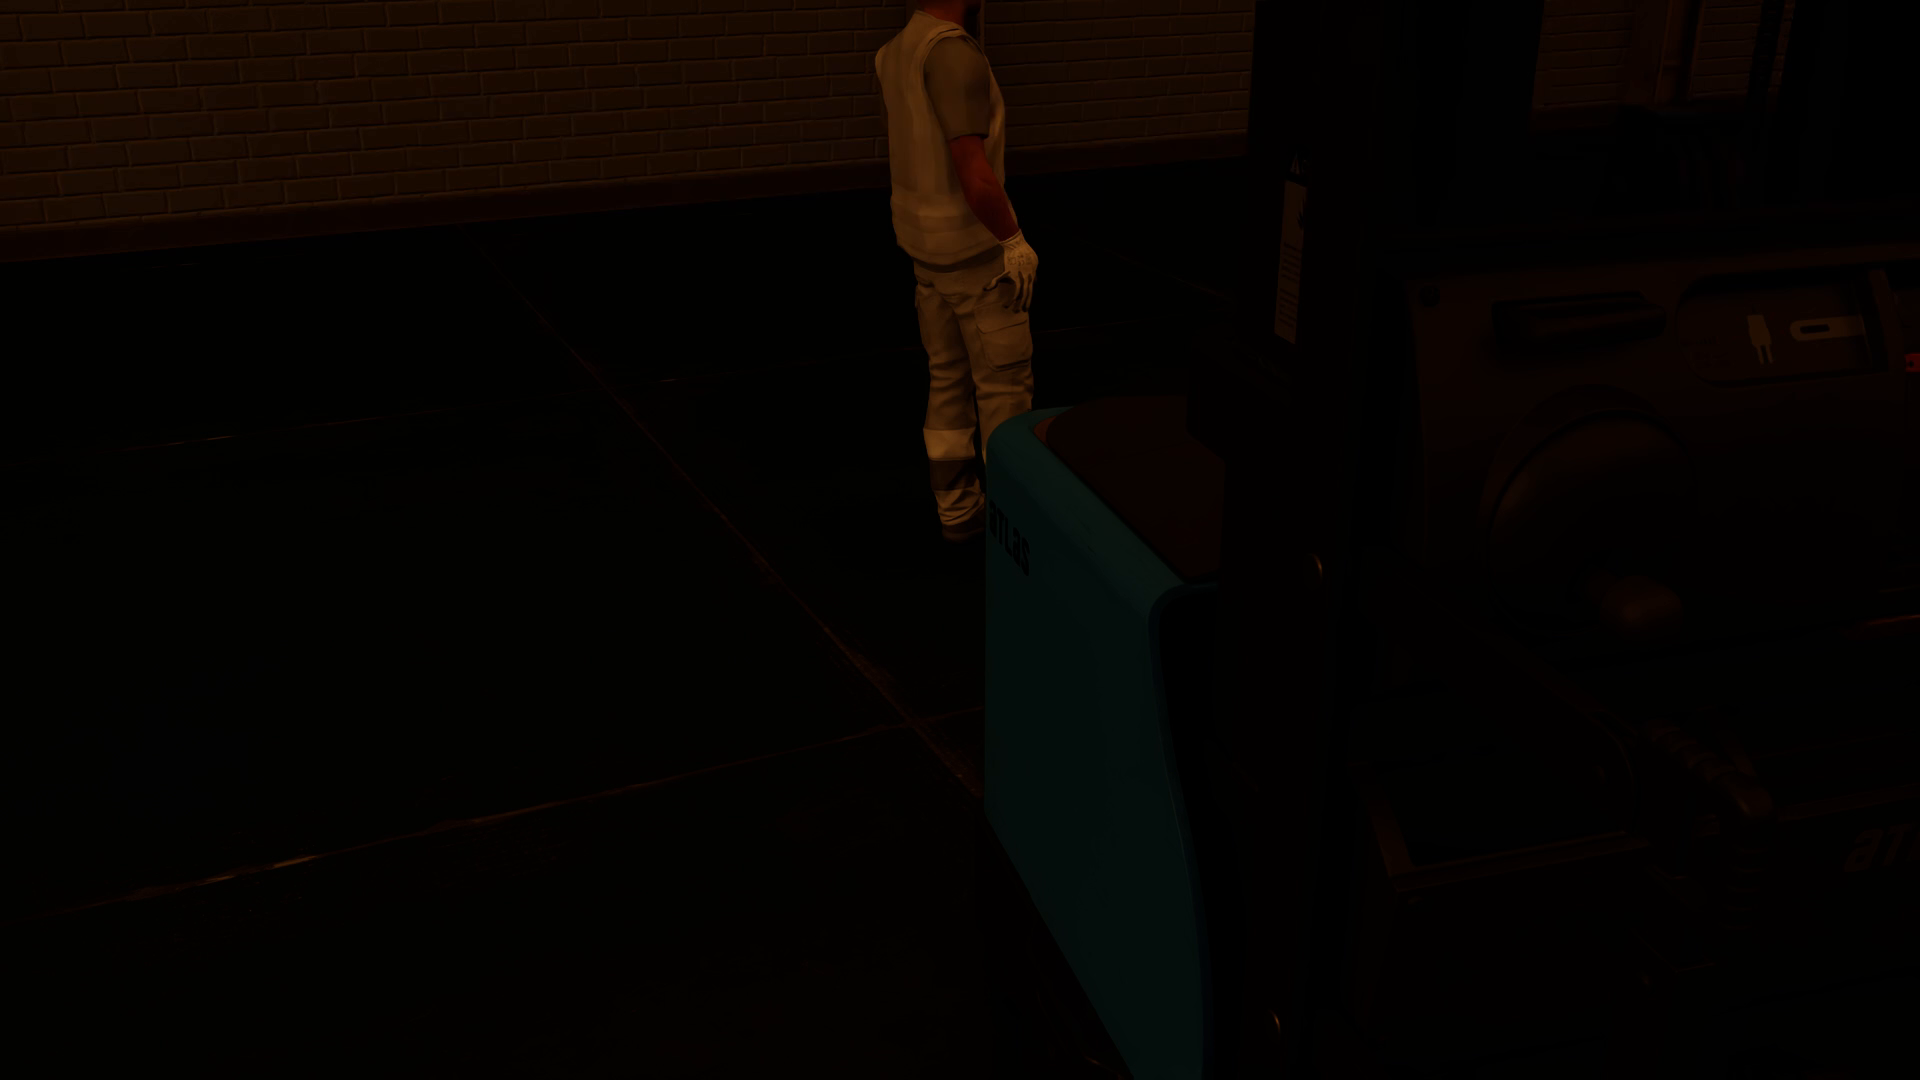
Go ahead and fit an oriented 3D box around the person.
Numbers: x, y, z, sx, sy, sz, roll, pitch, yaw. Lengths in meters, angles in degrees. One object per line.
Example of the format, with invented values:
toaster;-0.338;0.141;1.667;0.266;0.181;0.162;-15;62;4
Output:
person;0.078;-0.842;4.782;0.562;1.790;0.637;-10;25;-23

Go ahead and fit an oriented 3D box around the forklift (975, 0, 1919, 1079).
forklift;0.932;-0.092;1.507;1.130;2.935;3.031;-6;23;-15
